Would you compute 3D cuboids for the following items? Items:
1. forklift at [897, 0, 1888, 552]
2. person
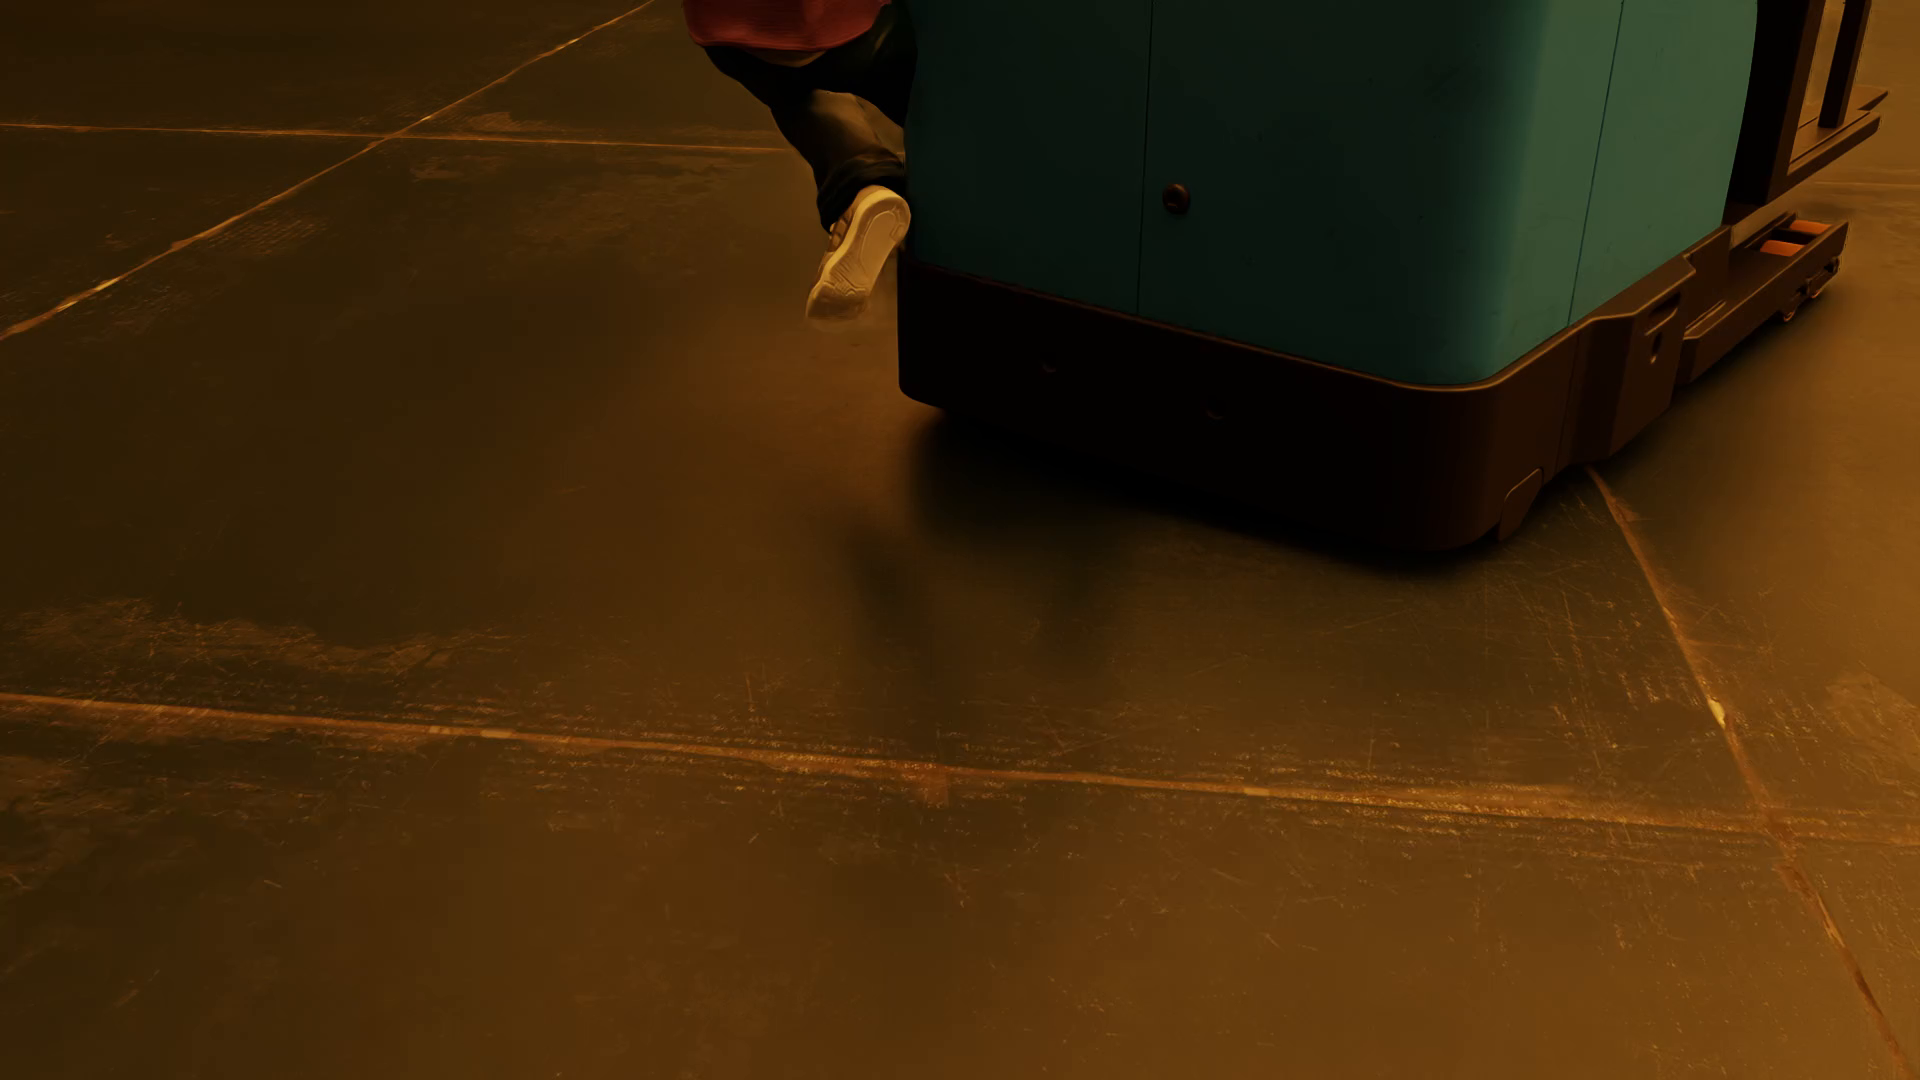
[{"bbox_3d":[1.221,-1.881,2.987,1.130,2.935,3.031,20,33,35],"label":"forklift"},{"bbox_3d":[-0.095,-0.898,2.662,0.682,1.452,0.597,10,28,19],"label":"person"}]
